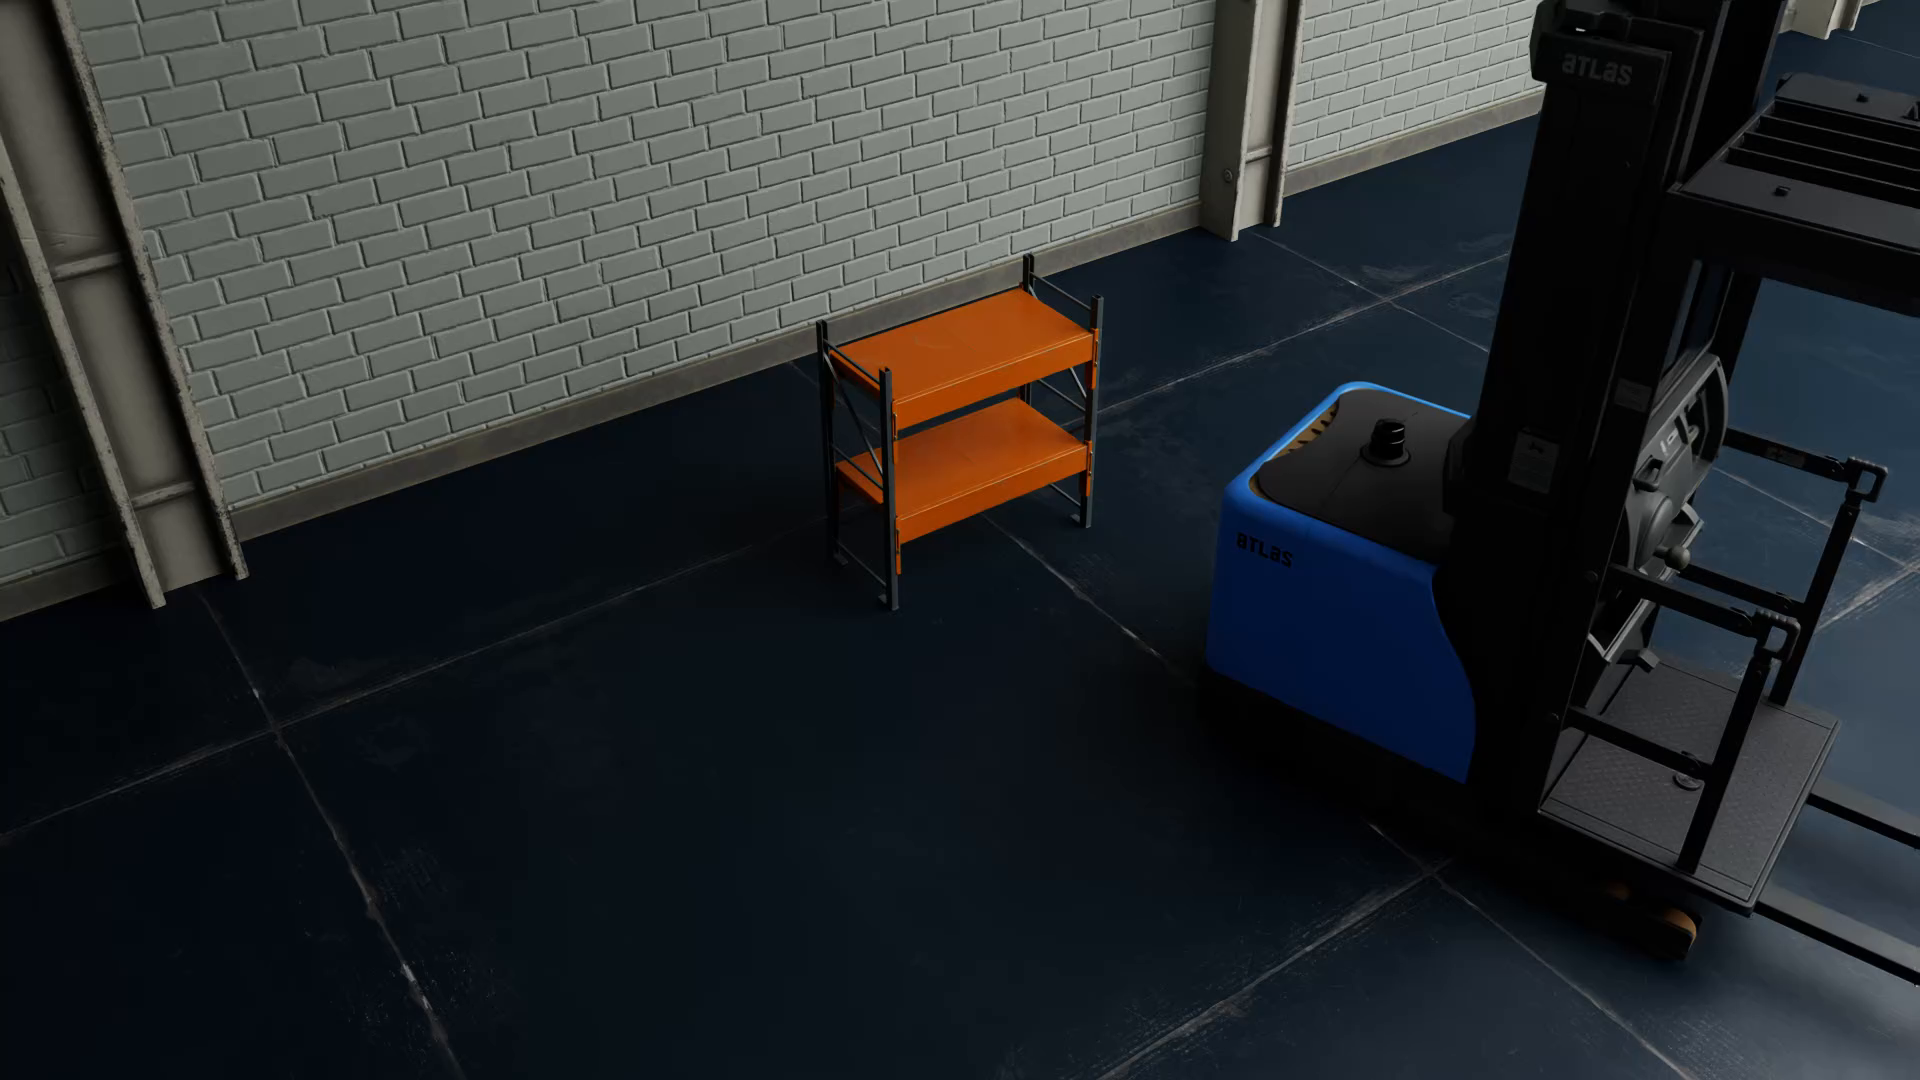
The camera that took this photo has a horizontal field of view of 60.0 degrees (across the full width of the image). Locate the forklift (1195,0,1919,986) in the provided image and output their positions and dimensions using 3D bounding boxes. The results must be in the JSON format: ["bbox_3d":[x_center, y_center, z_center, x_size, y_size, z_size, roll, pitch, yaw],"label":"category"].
[{"bbox_3d":[2.362,-0.194,5.009,3.031,2.935,1.130,24,42,29],"label":"forklift"}]

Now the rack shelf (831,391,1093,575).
[{"bbox_3d":[0.006,-0.260,7.067,1.000,0.278,0.538,-22,41,-28],"label":"rack shelf"}]

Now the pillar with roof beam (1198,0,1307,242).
[{"bbox_3d":[4.127,-3.471,4.368,0.400,9.000,9.100,-22,41,-28],"label":"pillar with roof beam"}]

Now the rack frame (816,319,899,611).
[{"bbox_3d":[-0.410,-0.288,6.687,0.032,1.125,0.500,-22,41,-28],"label":"rack frame"}]

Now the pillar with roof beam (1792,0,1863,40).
[{"bbox_3d":[9.032,-5.489,7.174,0.400,9.000,9.100,-22,41,-28],"label":"pillar with roof beam"}]

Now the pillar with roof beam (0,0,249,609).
[{"bbox_3d":[-0.777,-1.452,1.562,0.400,9.000,9.100,-22,41,-28],"label":"pillar with roof beam"}]

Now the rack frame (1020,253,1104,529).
[{"bbox_3d":[0.421,-0.630,7.162,0.032,1.125,0.500,-22,41,-28],"label":"rack frame"}]

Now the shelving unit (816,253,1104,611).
[{"bbox_3d":[0.006,-0.459,6.925,1.048,1.125,0.538,-22,41,-28],"label":"shelving unit"}]

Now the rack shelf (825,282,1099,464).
[{"bbox_3d":[0.006,-0.697,6.754,1.000,0.278,0.538,-22,41,-28],"label":"rack shelf"}]
